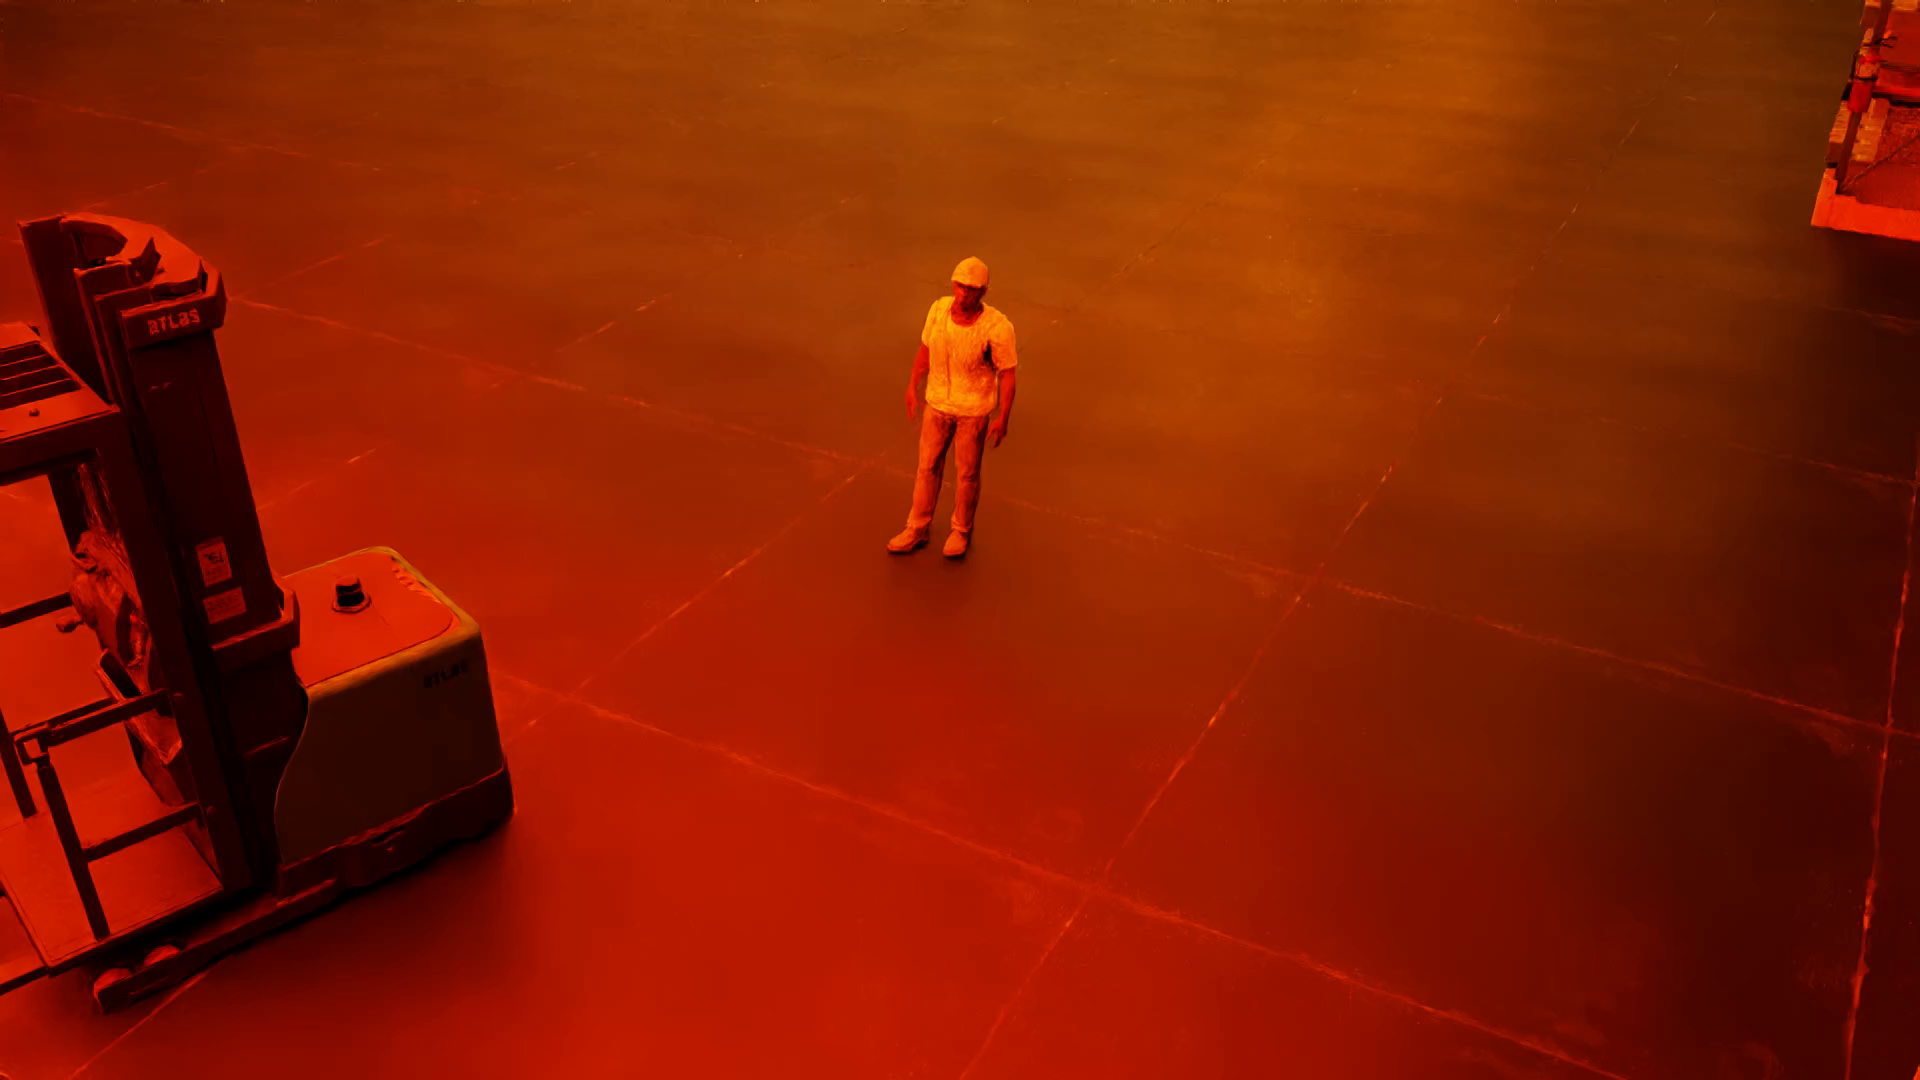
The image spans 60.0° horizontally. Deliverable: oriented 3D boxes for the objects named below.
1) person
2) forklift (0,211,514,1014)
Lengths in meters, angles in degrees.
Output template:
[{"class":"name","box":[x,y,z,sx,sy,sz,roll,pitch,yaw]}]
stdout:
[{"class":"person","box":[-0.038,-0.742,9.507,0.665,1.766,0.576,15,33,25]},{"class":"forklift","box":[-3.518,0.331,6.497,3.031,2.935,1.130,-24,37,-35]}]
